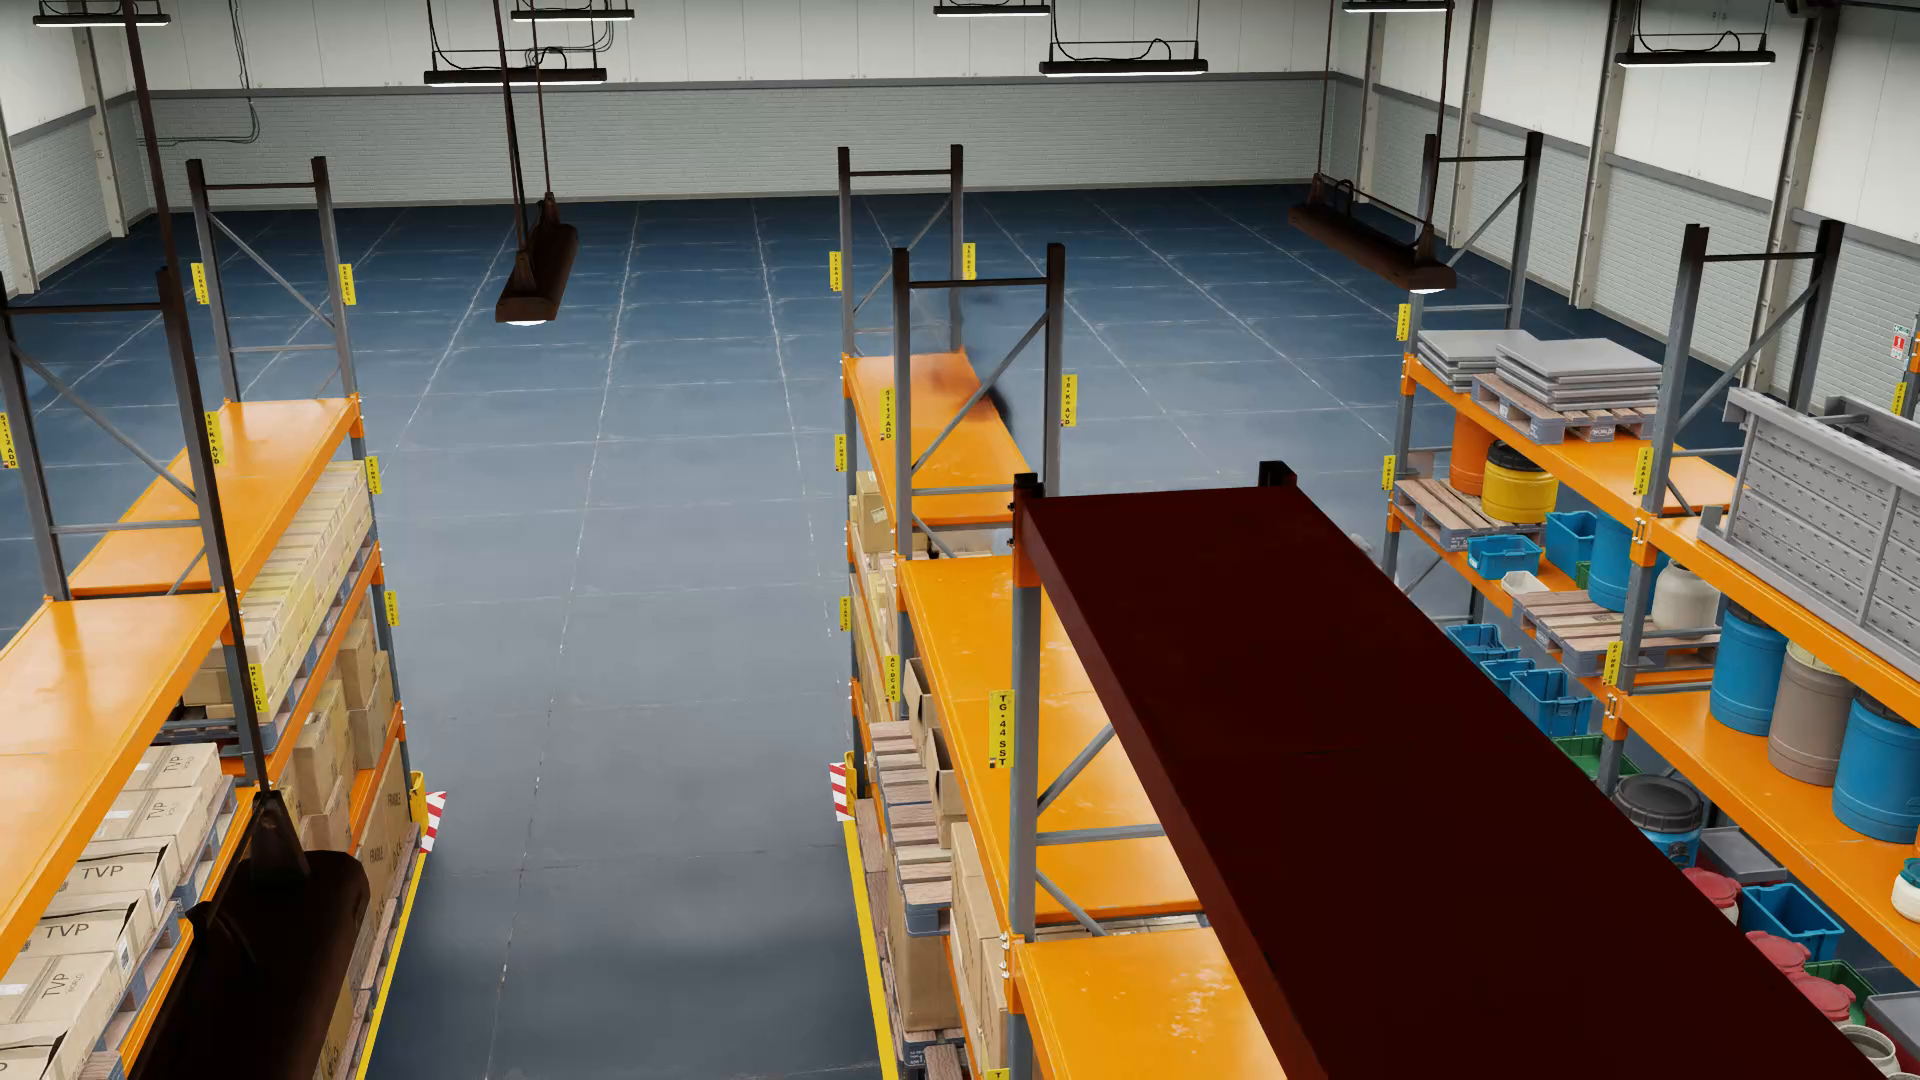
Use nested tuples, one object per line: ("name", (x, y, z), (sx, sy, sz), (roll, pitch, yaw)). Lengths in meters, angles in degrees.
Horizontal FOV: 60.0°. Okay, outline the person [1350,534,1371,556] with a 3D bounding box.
("person", (4.064, 0.743, 17.430), (0.780, 1.736, 0.617), (11, 24, 26))
